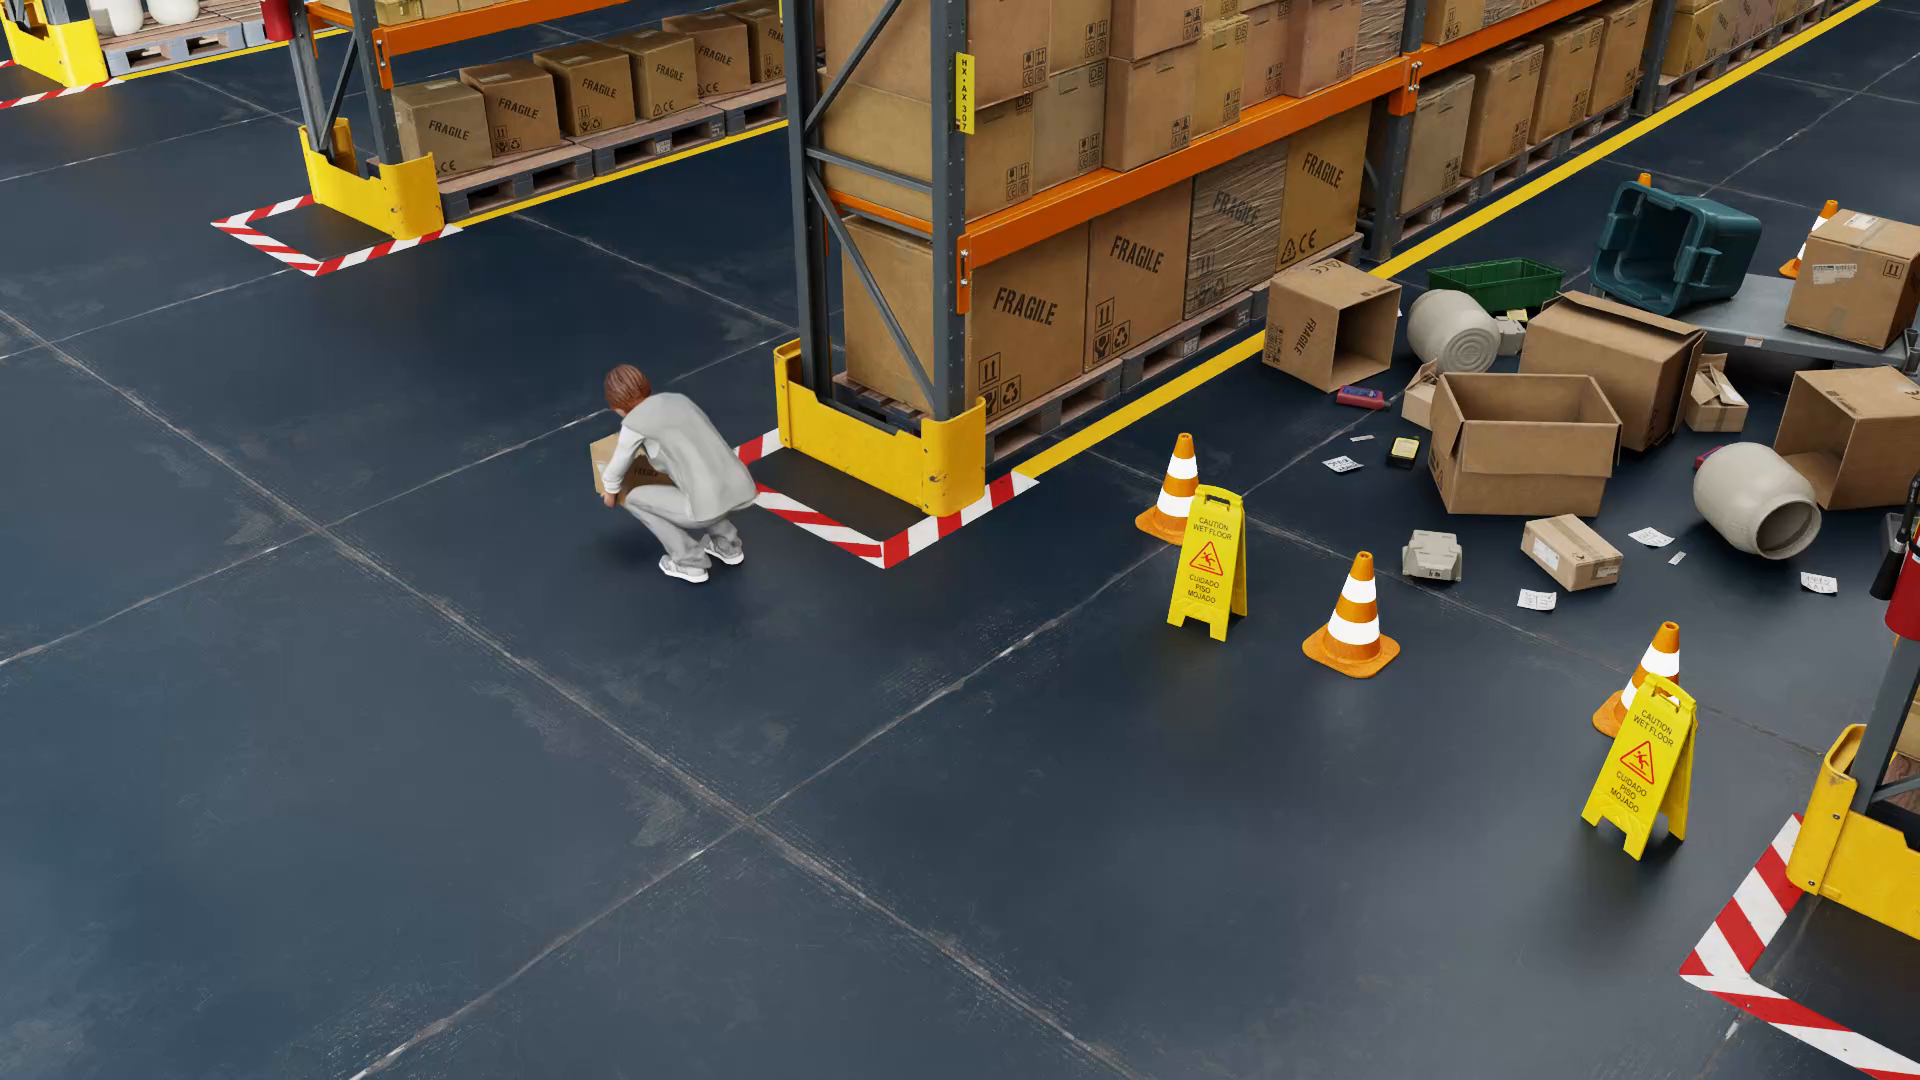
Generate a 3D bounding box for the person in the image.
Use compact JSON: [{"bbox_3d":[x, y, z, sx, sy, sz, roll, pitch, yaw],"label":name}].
[{"bbox_3d":[-1.257,-0.310,7.321,0.816,0.897,0.430,25,39,34],"label":"person"}]
